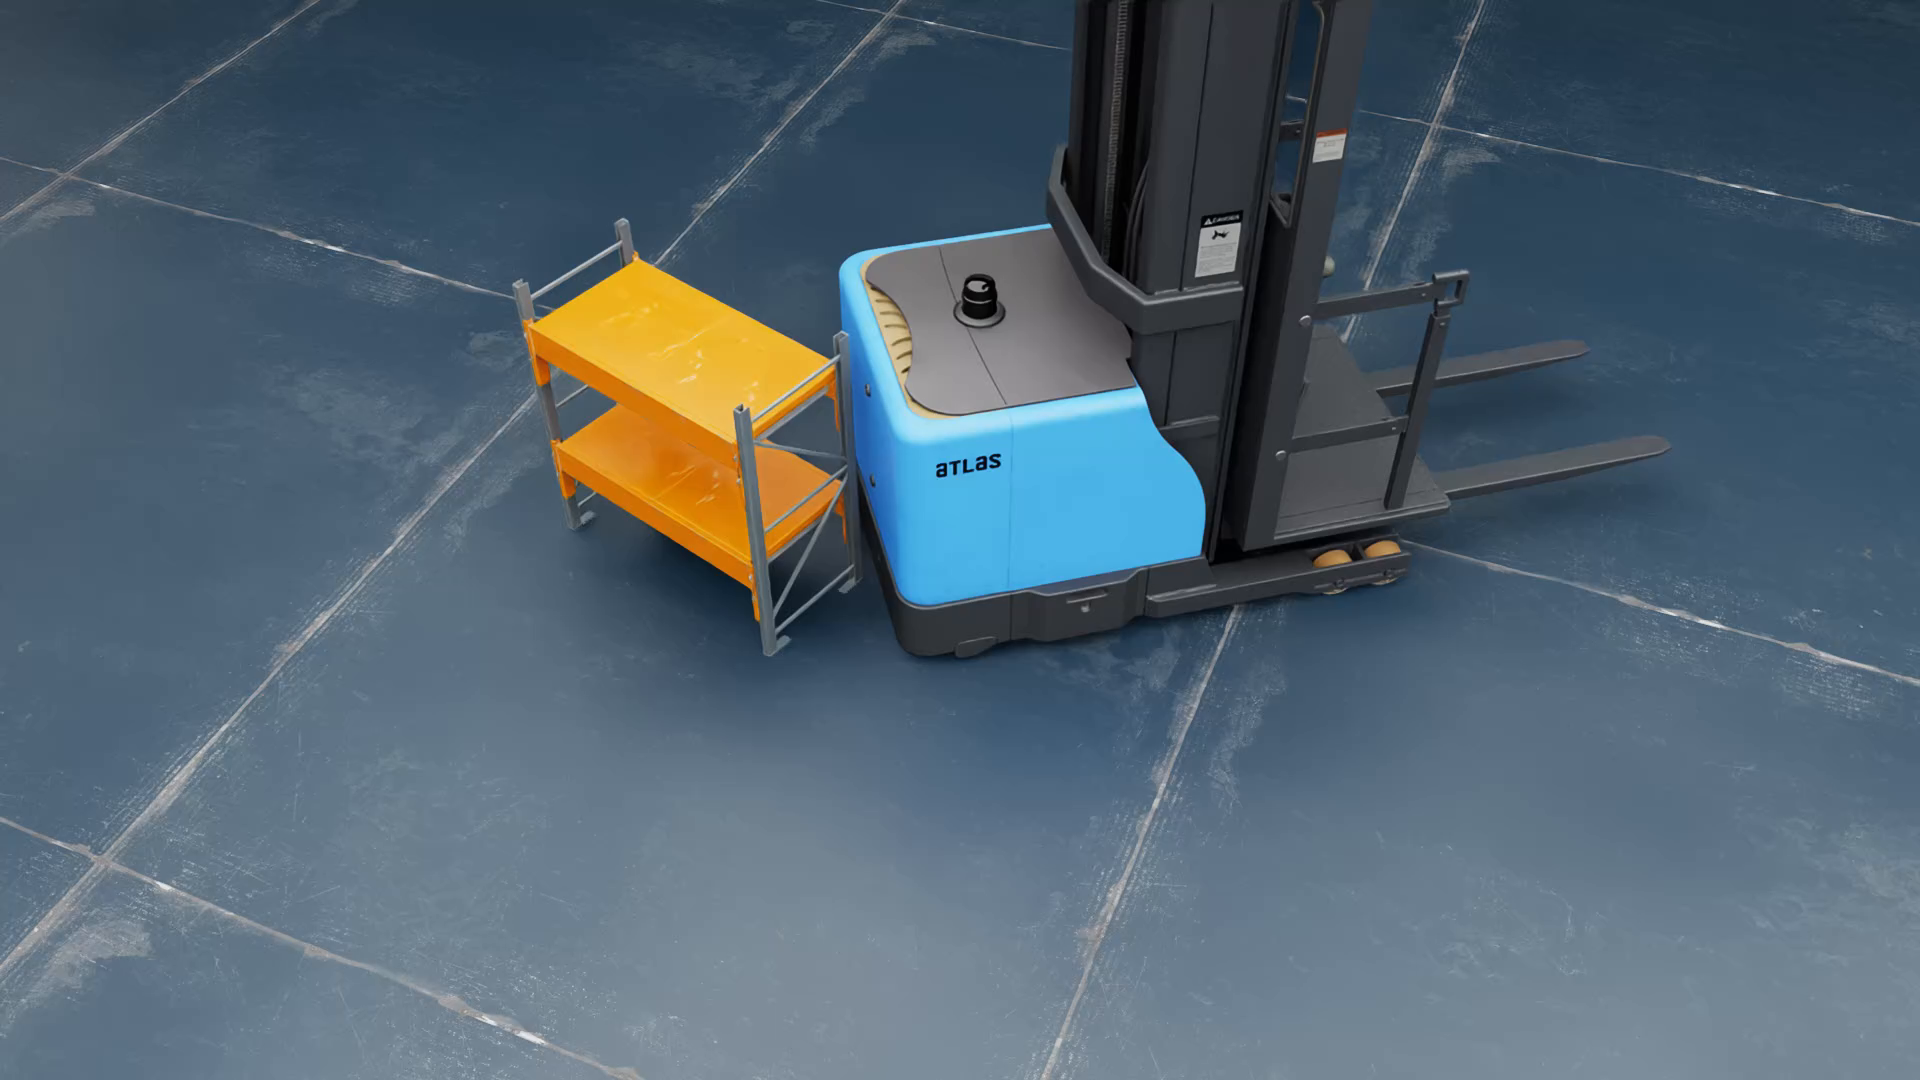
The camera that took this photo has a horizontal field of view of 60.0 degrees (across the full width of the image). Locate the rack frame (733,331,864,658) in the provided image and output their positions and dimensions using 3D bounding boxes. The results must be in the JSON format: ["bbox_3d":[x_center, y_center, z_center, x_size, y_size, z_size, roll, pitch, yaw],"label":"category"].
[{"bbox_3d":[-0.523,-0.128,5.581,0.032,1.125,0.500,30,52,26],"label":"rack frame"}]

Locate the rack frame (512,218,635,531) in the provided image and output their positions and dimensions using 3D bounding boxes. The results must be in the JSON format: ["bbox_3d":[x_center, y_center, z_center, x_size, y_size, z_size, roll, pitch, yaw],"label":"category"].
[{"bbox_3d":[-1.316,-0.577,6.033,0.032,1.125,0.500,30,52,26],"label":"rack frame"}]

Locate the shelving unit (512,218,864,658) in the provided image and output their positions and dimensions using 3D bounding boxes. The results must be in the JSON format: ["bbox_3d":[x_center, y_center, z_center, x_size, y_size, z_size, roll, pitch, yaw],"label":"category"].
[{"bbox_3d":[-0.920,-0.353,5.807,1.048,1.125,0.538,30,52,26],"label":"shelving unit"}]

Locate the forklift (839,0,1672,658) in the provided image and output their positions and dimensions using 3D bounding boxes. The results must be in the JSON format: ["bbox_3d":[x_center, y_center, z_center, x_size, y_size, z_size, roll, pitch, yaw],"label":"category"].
[{"bbox_3d":[1.144,-1.194,5.372,3.031,2.935,1.130,-10,46,-10],"label":"forklift"}]

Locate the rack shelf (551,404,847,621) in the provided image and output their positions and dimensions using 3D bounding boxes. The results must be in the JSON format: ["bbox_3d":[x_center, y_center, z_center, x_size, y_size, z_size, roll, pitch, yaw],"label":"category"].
[{"bbox_3d":[-0.920,-0.180,5.980,1.000,0.278,0.538,30,52,26],"label":"rack shelf"}]

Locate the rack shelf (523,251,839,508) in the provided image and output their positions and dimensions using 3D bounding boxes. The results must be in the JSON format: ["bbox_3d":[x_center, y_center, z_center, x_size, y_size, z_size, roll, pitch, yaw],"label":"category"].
[{"bbox_3d":[-0.920,-0.560,5.601,1.000,0.278,0.538,30,52,26],"label":"rack shelf"}]
